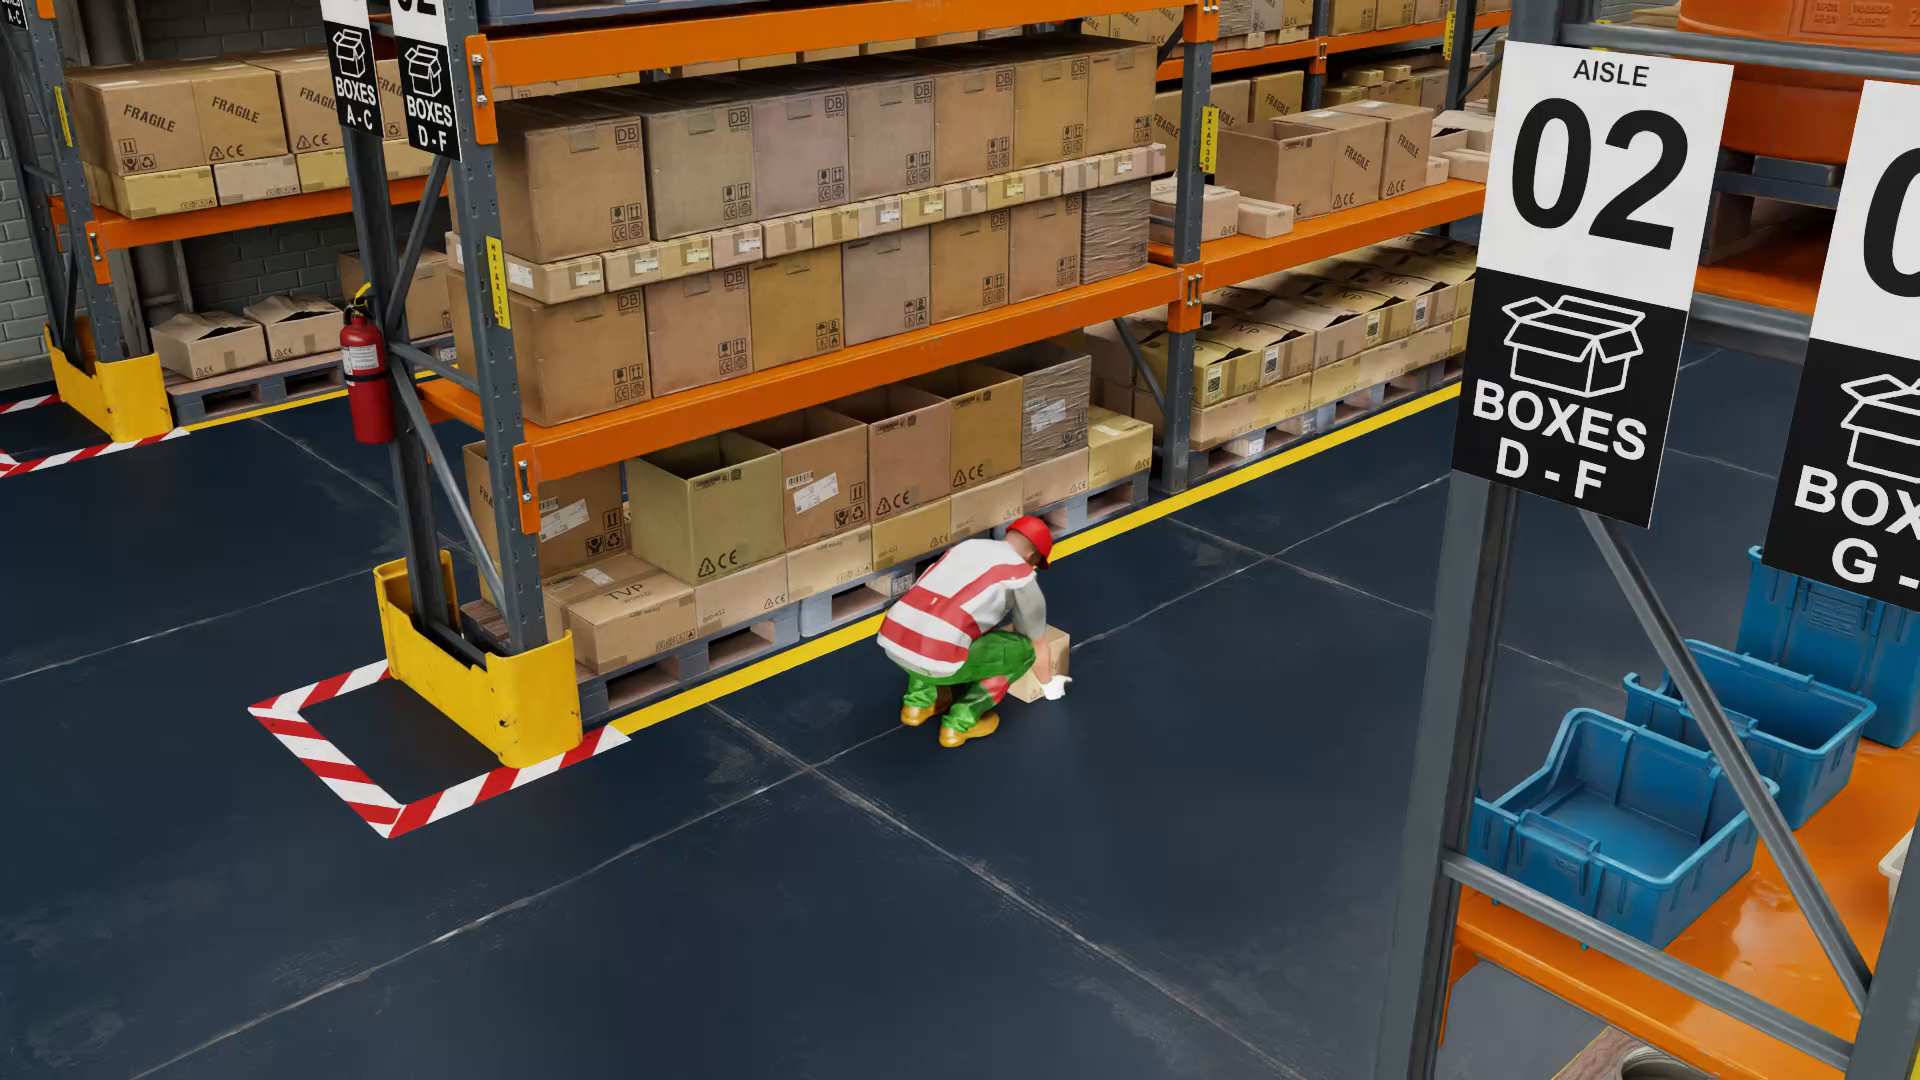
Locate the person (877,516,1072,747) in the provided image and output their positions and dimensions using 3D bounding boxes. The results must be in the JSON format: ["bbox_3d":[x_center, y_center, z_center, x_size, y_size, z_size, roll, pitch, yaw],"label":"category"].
[{"bbox_3d":[0.068,0.412,7.000,0.931,0.862,0.538,-22,32,-39],"label":"person"}]
